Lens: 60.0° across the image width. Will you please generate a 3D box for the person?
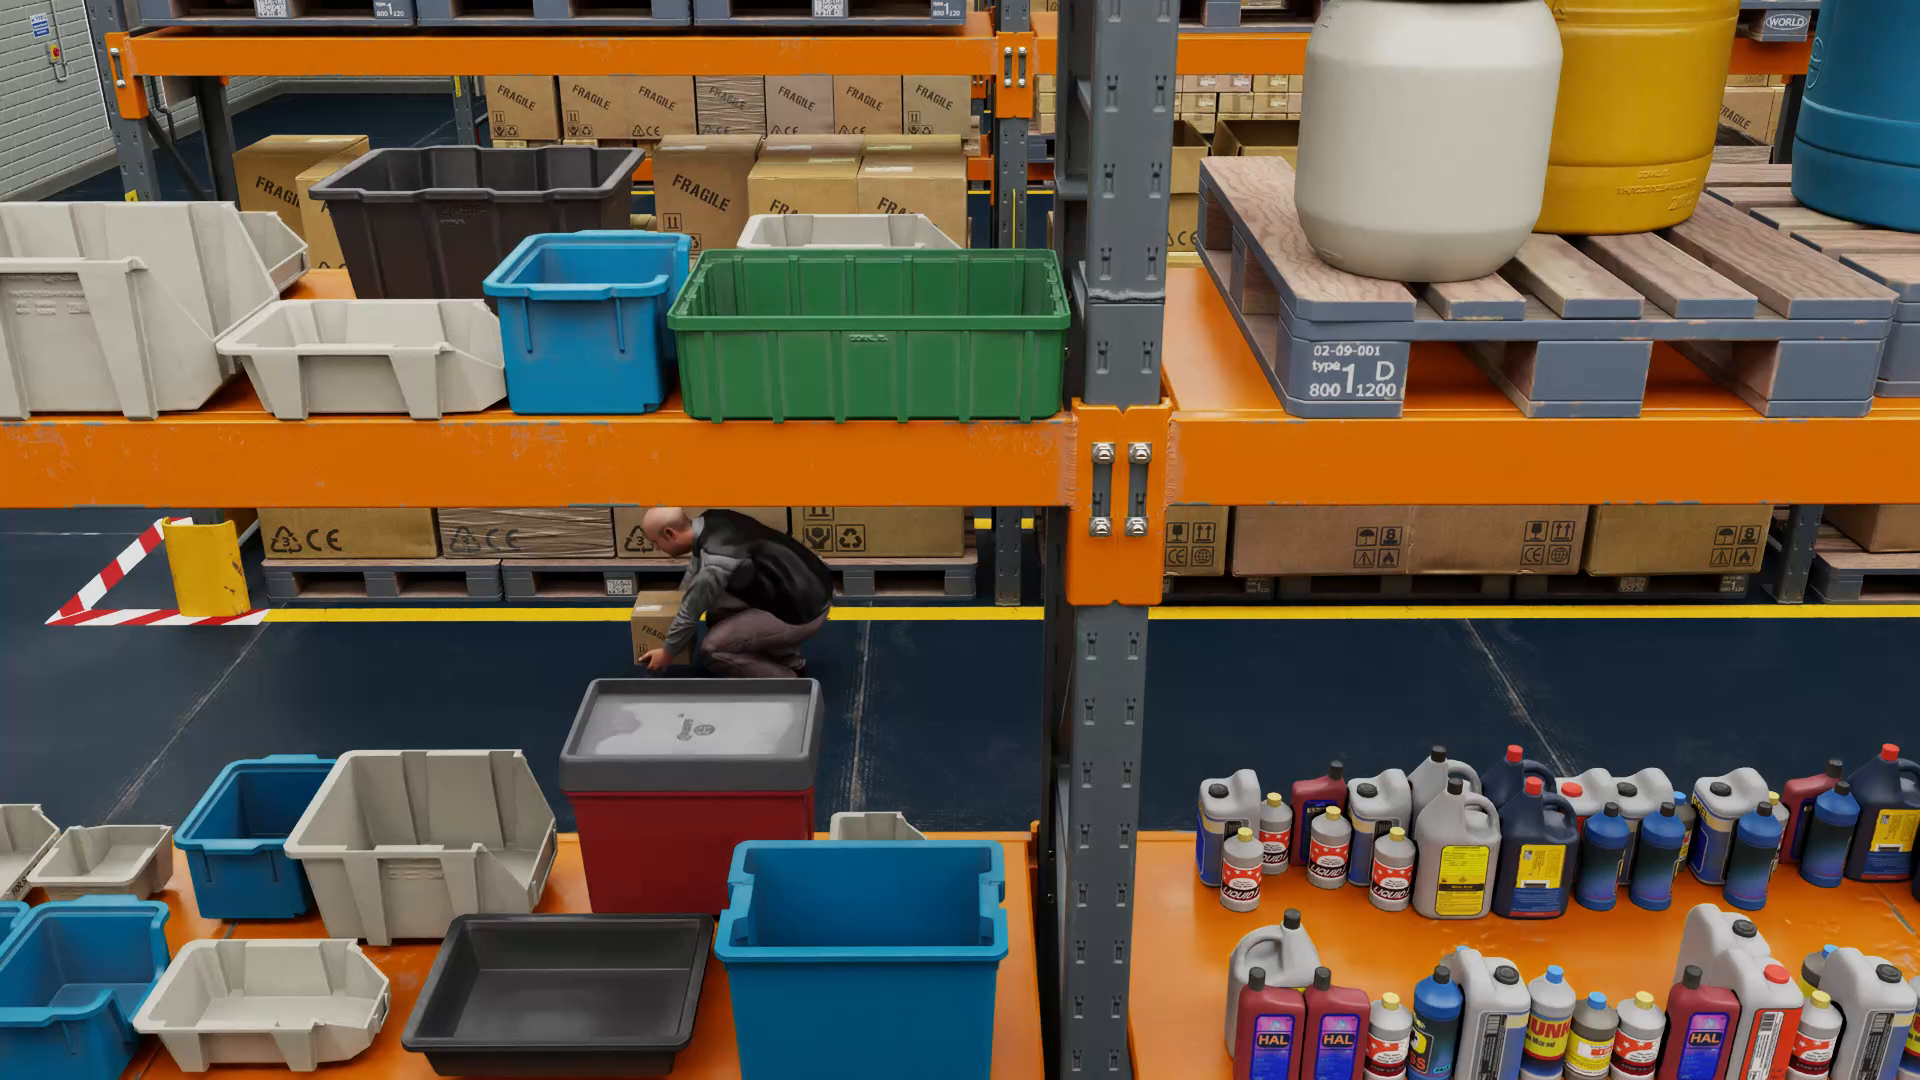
[{"bbox_3d":[-1.017,0.259,7.490,0.857,0.972,0.519,-1,24,-2],"label":"person"}]
